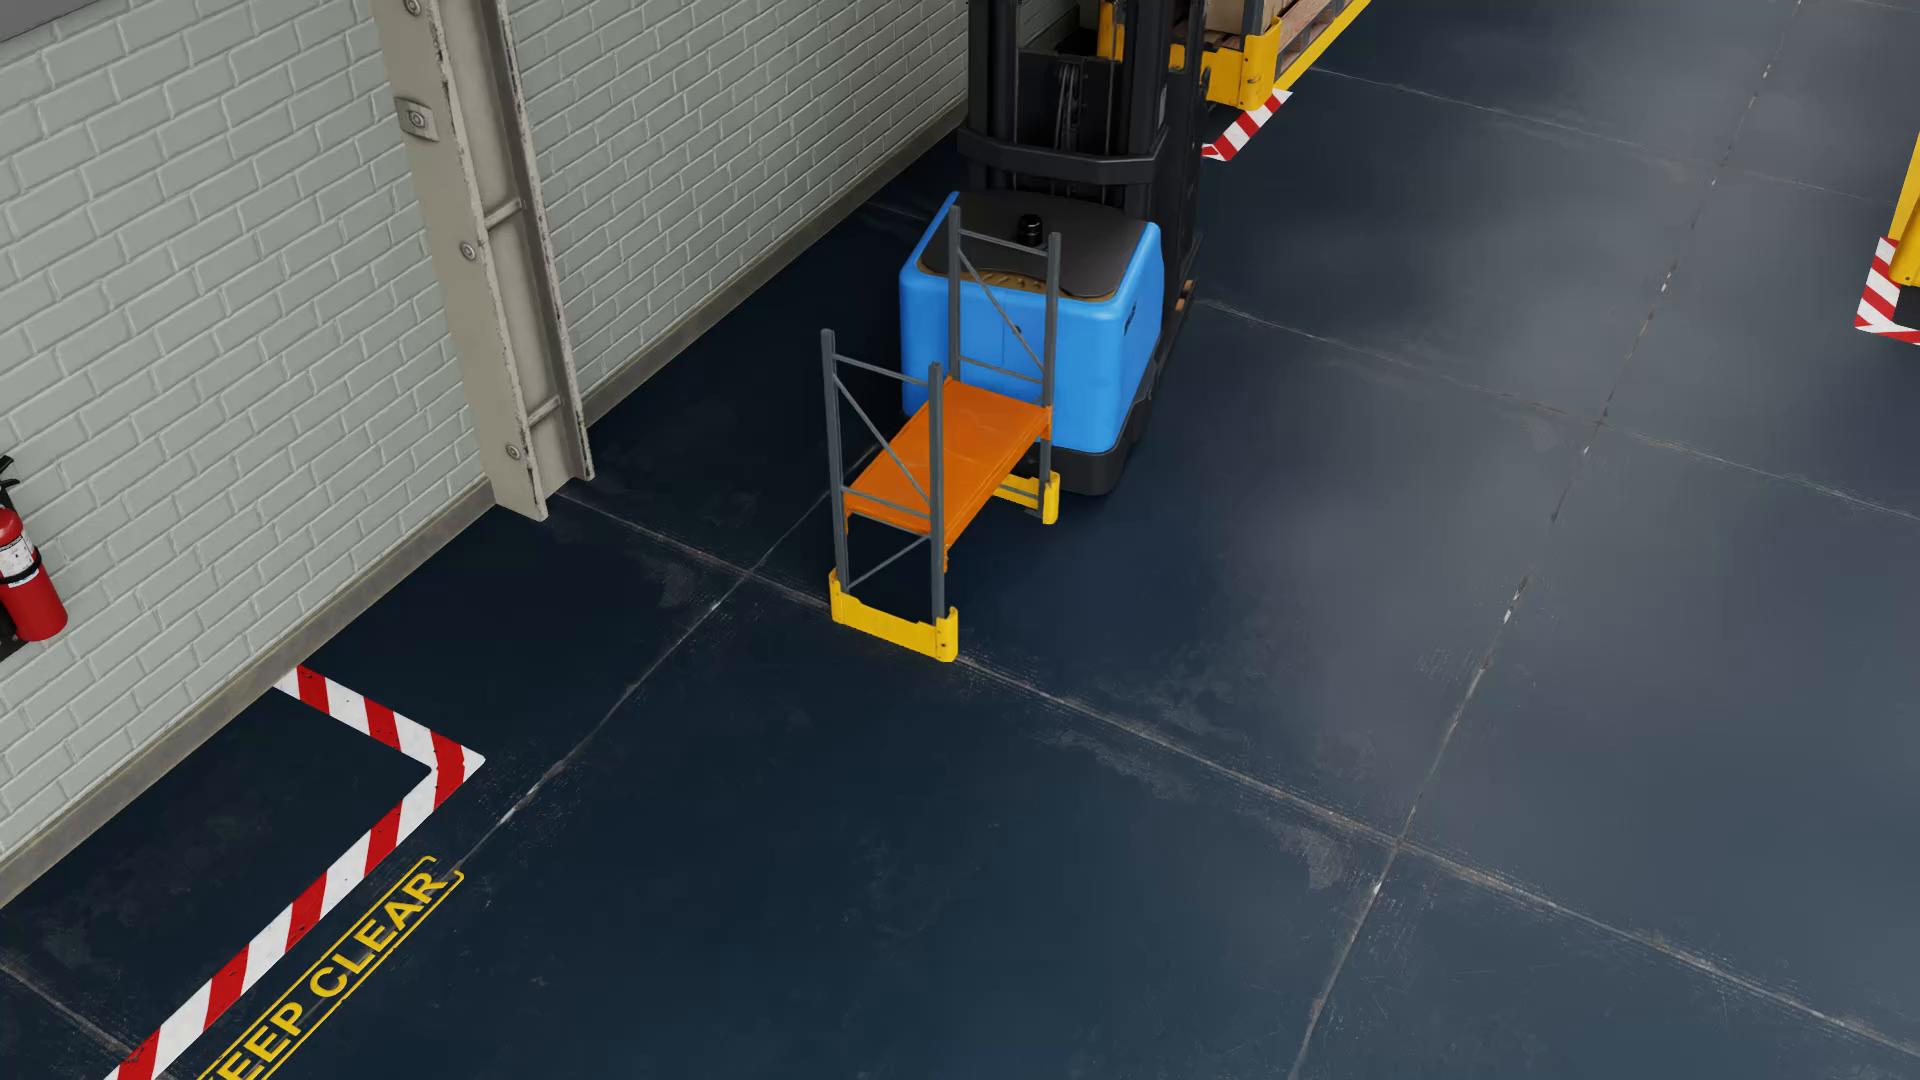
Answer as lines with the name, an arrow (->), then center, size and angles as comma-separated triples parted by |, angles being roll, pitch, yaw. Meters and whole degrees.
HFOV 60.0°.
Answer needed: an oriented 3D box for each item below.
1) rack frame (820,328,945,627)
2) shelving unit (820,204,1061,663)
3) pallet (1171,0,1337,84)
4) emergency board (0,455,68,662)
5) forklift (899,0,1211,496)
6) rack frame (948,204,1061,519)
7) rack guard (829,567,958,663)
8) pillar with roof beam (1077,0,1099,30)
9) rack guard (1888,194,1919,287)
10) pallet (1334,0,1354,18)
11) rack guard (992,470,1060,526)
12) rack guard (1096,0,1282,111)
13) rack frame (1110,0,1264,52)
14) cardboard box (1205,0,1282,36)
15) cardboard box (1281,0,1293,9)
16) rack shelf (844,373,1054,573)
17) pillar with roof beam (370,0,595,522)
rack frame -> -0.291, -0.143, 6.593 | 0.500, 1.500, 0.032 | 19, 45, 20
shelving unit -> -0.052, -0.446, 6.938 | 0.587, 1.500, 1.083 | 19, 45, 20
pallet -> 1.912, -3.569, 11.459 | 1.003, 0.211, 1.213 | 21, 45, 22
emergency board -> -3.234, 0.029, 5.263 | 0.194, 1.169, 0.643 | 21, 45, 22
forklift -> 0.647, -2.291, 7.949 | 1.130, 2.935, 3.031 | 12, 43, 13
rack frame -> 0.179, -0.739, 7.270 | 0.500, 1.500, 0.032 | 19, 45, 20
rack guard -> -0.282, 0.314, 7.019 | 0.587, 0.250, 0.087 | 19, 45, 20
pillar with roof beam -> 4.766, -5.634, 7.154 | 9.100, 9.000, 0.400 | 21, 45, 22
rack guard -> 5.716, -1.531, 8.926 | 1.175, 0.500, 0.348 | 21, 45, 22
pallet -> 2.524, -4.265, 12.249 | 1.003, 0.211, 1.213 | 21, 45, 22
rack guard -> 0.179, -0.269, 7.682 | 0.587, 0.250, 0.087 | 19, 45, 20
rack guard -> 1.475, -3.225, 10.849 | 1.175, 0.500, 0.348 | 21, 45, 22
rack frame -> 1.437, -4.119, 9.973 | 1.000, 3.000, 0.127 | 21, 45, 22
cardboard box -> 1.861, -3.641, 11.132 | 0.500, 0.311, 0.500 | 16, 44, 17
cardboard box -> 2.147, -3.968, 11.503 | 0.500, 0.311, 0.500 | 25, 47, 25
rack shelf -> -0.056, -0.306, 7.050 | 0.538, 0.185, 1.000 | 19, 45, 20
pillar with roof beam -> 1.763, -2.200, 3.255 | 9.100, 9.000, 0.400 | 21, 45, 22
